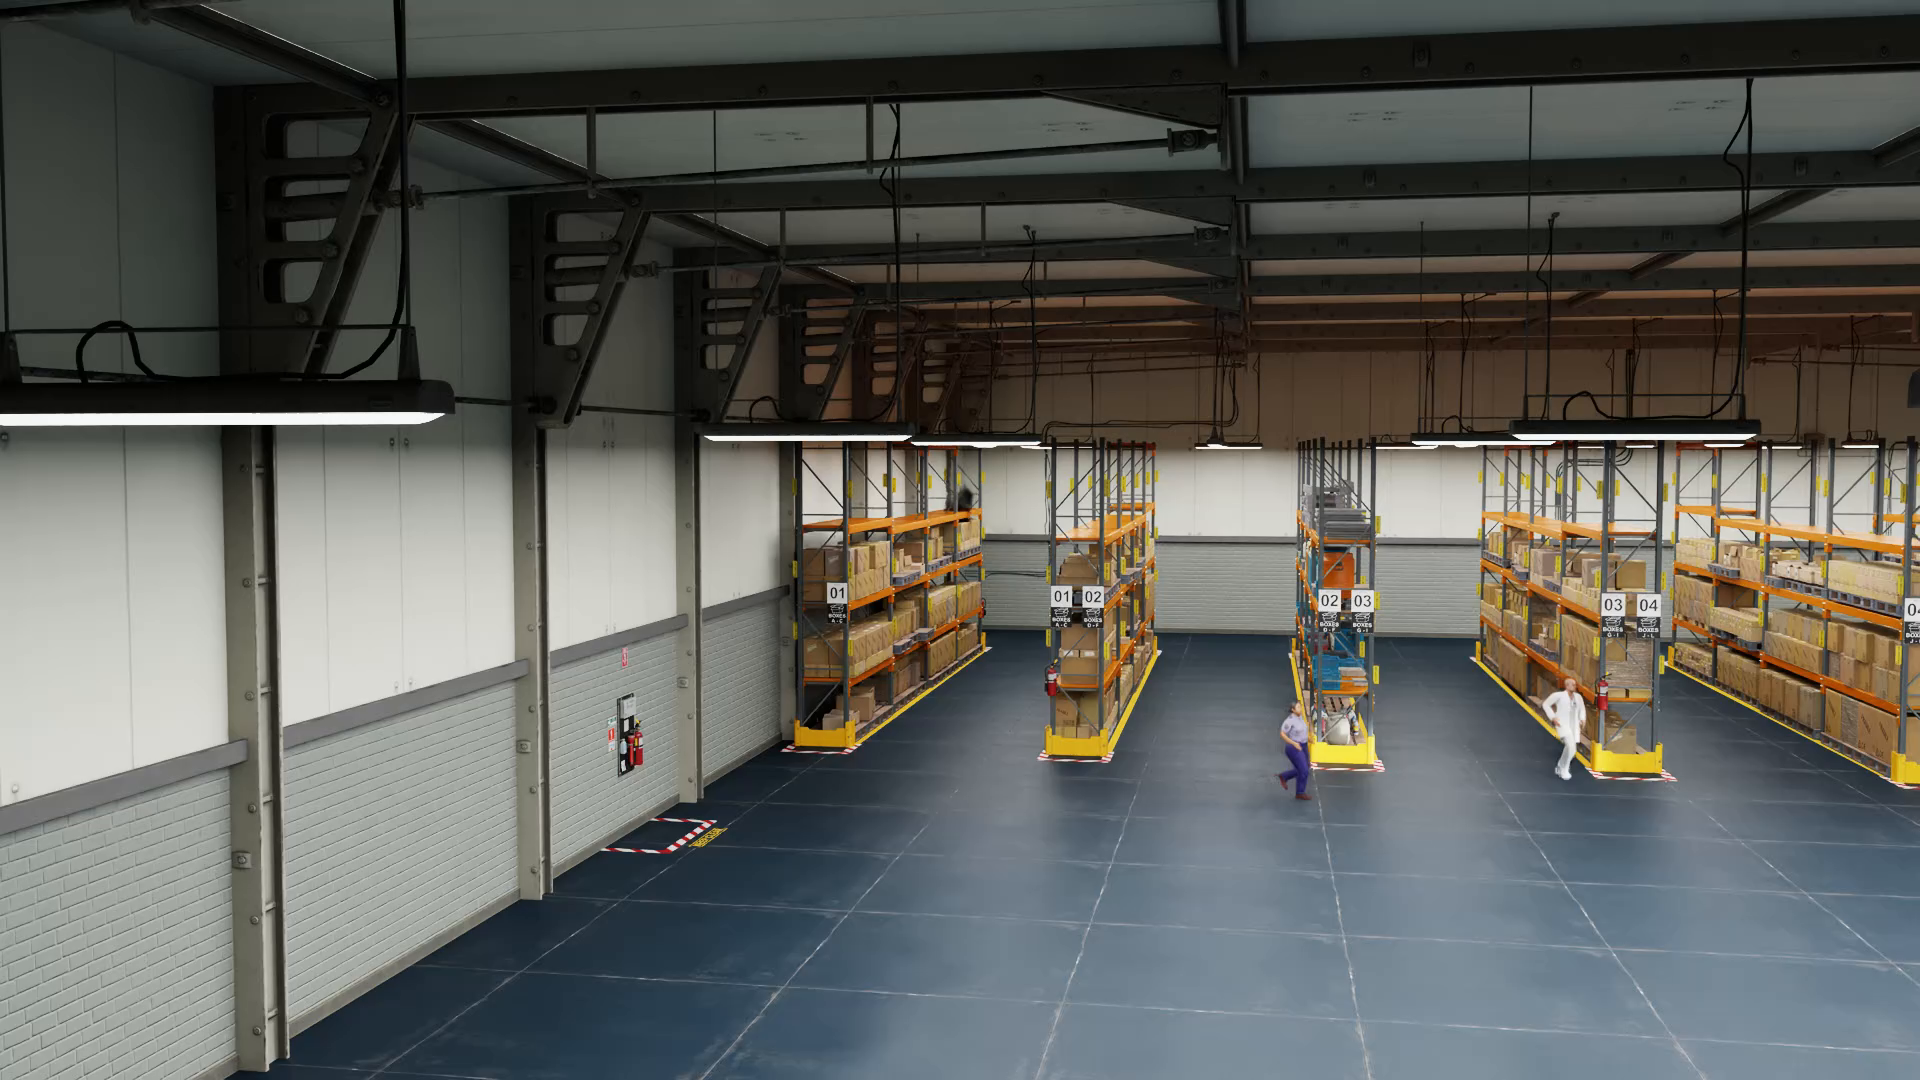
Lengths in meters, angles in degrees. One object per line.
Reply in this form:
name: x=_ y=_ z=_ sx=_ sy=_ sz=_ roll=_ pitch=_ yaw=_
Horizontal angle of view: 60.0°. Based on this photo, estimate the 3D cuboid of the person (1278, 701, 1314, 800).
person: x=5.529 y=3.465 z=27.507 sx=0.687 sy=1.599 sz=0.613 roll=2 pitch=4 yaw=38

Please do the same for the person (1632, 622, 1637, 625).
person: x=17.507 y=2.657 z=42.805 sx=0.546 sy=1.596 sz=0.814 roll=1 pitch=3 yaw=18

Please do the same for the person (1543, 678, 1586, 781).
person: x=10.642 y=3.309 z=29.112 sx=0.726 sy=1.772 sz=0.676 roll=-1 pitch=3 yaw=-15
